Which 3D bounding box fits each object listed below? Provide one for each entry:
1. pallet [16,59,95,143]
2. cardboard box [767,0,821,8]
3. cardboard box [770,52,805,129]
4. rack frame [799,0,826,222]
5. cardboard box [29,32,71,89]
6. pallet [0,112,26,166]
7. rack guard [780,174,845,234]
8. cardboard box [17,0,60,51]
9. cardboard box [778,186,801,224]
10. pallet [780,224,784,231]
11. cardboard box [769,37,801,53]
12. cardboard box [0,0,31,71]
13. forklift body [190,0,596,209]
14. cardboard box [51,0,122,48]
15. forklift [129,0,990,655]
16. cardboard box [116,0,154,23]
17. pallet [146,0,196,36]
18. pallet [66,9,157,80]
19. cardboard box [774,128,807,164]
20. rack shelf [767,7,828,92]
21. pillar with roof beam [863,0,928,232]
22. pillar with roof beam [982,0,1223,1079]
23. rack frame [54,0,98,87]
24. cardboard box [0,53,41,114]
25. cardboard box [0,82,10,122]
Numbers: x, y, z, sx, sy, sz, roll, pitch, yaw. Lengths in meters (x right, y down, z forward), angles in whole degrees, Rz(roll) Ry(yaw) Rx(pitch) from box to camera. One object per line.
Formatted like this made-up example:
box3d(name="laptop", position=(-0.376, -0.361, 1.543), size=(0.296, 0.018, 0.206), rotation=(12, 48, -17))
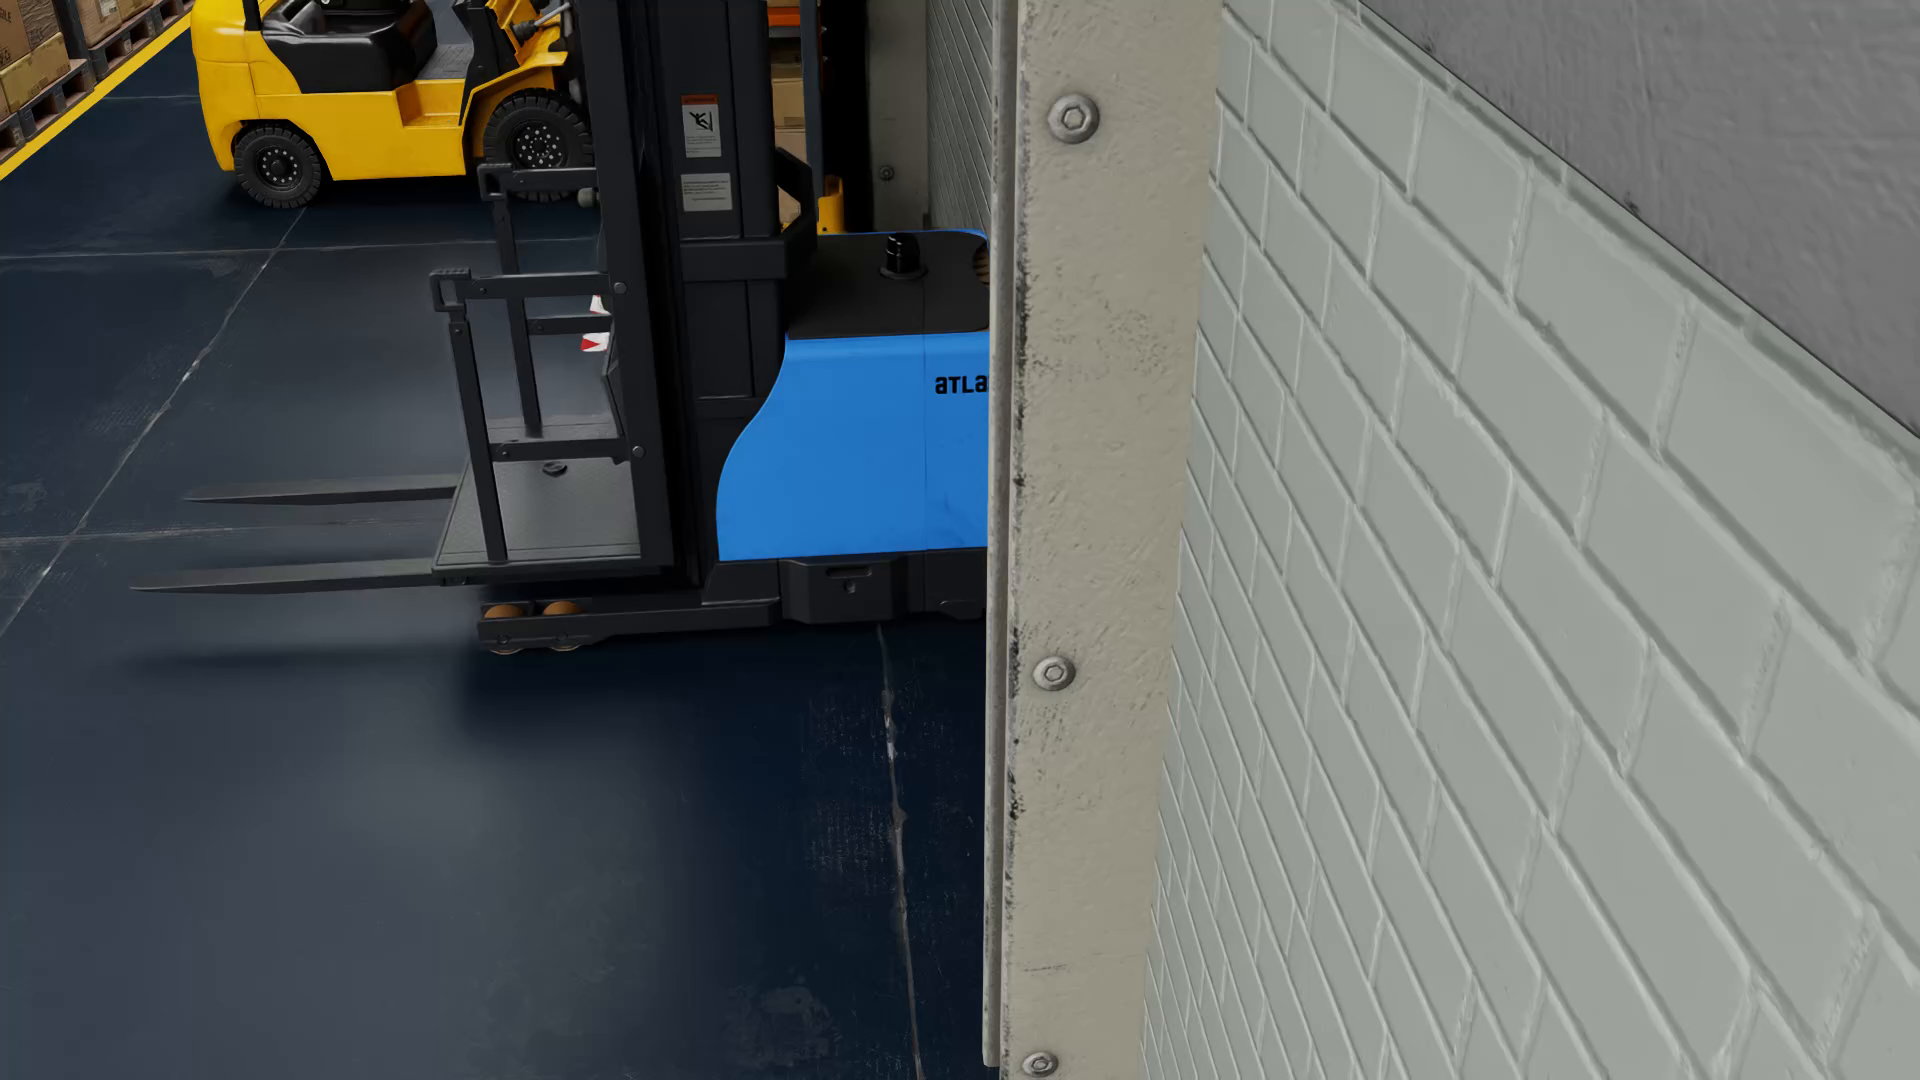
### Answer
box3d(name="pallet", position=(-6.383, -2.859, 10.830), size=(1.003, 0.211, 1.213), rotation=(-3, 31, -5))
box3d(name="cardboard box", position=(-0.935, -2.904, 8.088), size=(0.500, 0.500, 0.500), rotation=(-2, 31, -3))
box3d(name="cardboard box", position=(-1.022, -2.278, 8.435), size=(0.500, 0.250, 0.500), rotation=(-3, 31, -5))
box3d(name="rack frame", position=(-1.165, -2.594, 7.668), size=(1.000, 3.000, 0.127), rotation=(-3, 31, -5))
box3d(name="cardboard box", position=(-6.158, -3.108, 10.800), size=(0.500, 0.250, 0.500), rotation=(-1, 31, -2))
box3d(name="pallet", position=(-6.266, -2.234, 9.785), size=(1.003, 0.211, 1.213), rotation=(-3, 31, -5))
box3d(name="rack guard", position=(-1.163, -1.509, 8.289), size=(1.175, 0.500, 0.348), rotation=(-3, 31, -5))
box3d(name="cardboard box", position=(-6.158, -3.429, 10.607), size=(0.500, 0.500, 0.500), rotation=(-3, 31, -5))
box3d(name="cardboard box", position=(-1.017, -1.854, 8.701), size=(0.500, 0.250, 0.500), rotation=(-3, 31, -4))
box3d(name="pallet", position=(-1.279, -1.786, 9.034), size=(1.003, 0.211, 1.213), rotation=(-3, 31, -5))
box3d(name="cardboard box", position=(-1.072, -2.533, 8.862), size=(0.500, 0.250, 0.500), rotation=(-3, 31, -5))
box3d(name="cardboard box", position=(-6.109, -3.170, 10.172), size=(0.500, 0.500, 0.500), rotation=(-2, 31, -4))
box3d(name="forklift body", position=(-3.159, -3.111, 9.360), size=(2.313, 2.155, 1.214), rotation=(-3, 31, -5))
box3d(name="cardboard box", position=(-6.532, -3.717, 11.700), size=(0.950, 0.372, 0.625), rotation=(-2, 31, -4))
box3d(name="forklift", position=(-1.302, -1.158, 5.330), size=(3.031, 2.935, 1.130), rotation=(-3, 31, -5))
box3d(name="cardboard box", position=(-6.603, -4.084, 12.314), size=(0.950, 0.372, 0.625), rotation=(-1, 31, -1))
box3d(name="pallet", position=(-6.672, -4.221, 13.112), size=(1.003, 0.211, 1.213), rotation=(-3, 31, -5))
box3d(name="pallet", position=(-6.555, -3.597, 12.066), size=(1.003, 0.211, 1.213), rotation=(-3, 31, -5))
box3d(name="cardboard box", position=(-1.003, -2.059, 8.556), size=(0.500, 0.250, 0.500), rotation=(-2, 31, -4))
box3d(name="rack shelf", position=(-1.352, -3.307, 9.562), size=(1.077, 0.370, 4.000), rotation=(-3, 31, -5))
box3d(name="pillar with roof beam", position=(-4.619, -5.362, 6.452), size=(9.100, 9.000, 0.400), rotation=(-3, 31, -5))
box3d(name="pillar with roof beam", position=(-4.059, -2.299, 1.323), size=(9.100, 9.000, 0.400), rotation=(-3, 31, -5))
box3d(name="rack frame", position=(-6.481, -4.397, 10.686), size=(1.000, 3.000, 0.127), rotation=(-3, 31, -5))
box3d(name="cardboard box", position=(-6.098, -2.836, 10.345), size=(0.500, 0.250, 0.500), rotation=(-4, 31, -6))
box3d(name="cardboard box", position=(-6.055, -2.576, 9.910), size=(0.500, 0.250, 0.500), rotation=(-2, 31, -4))
